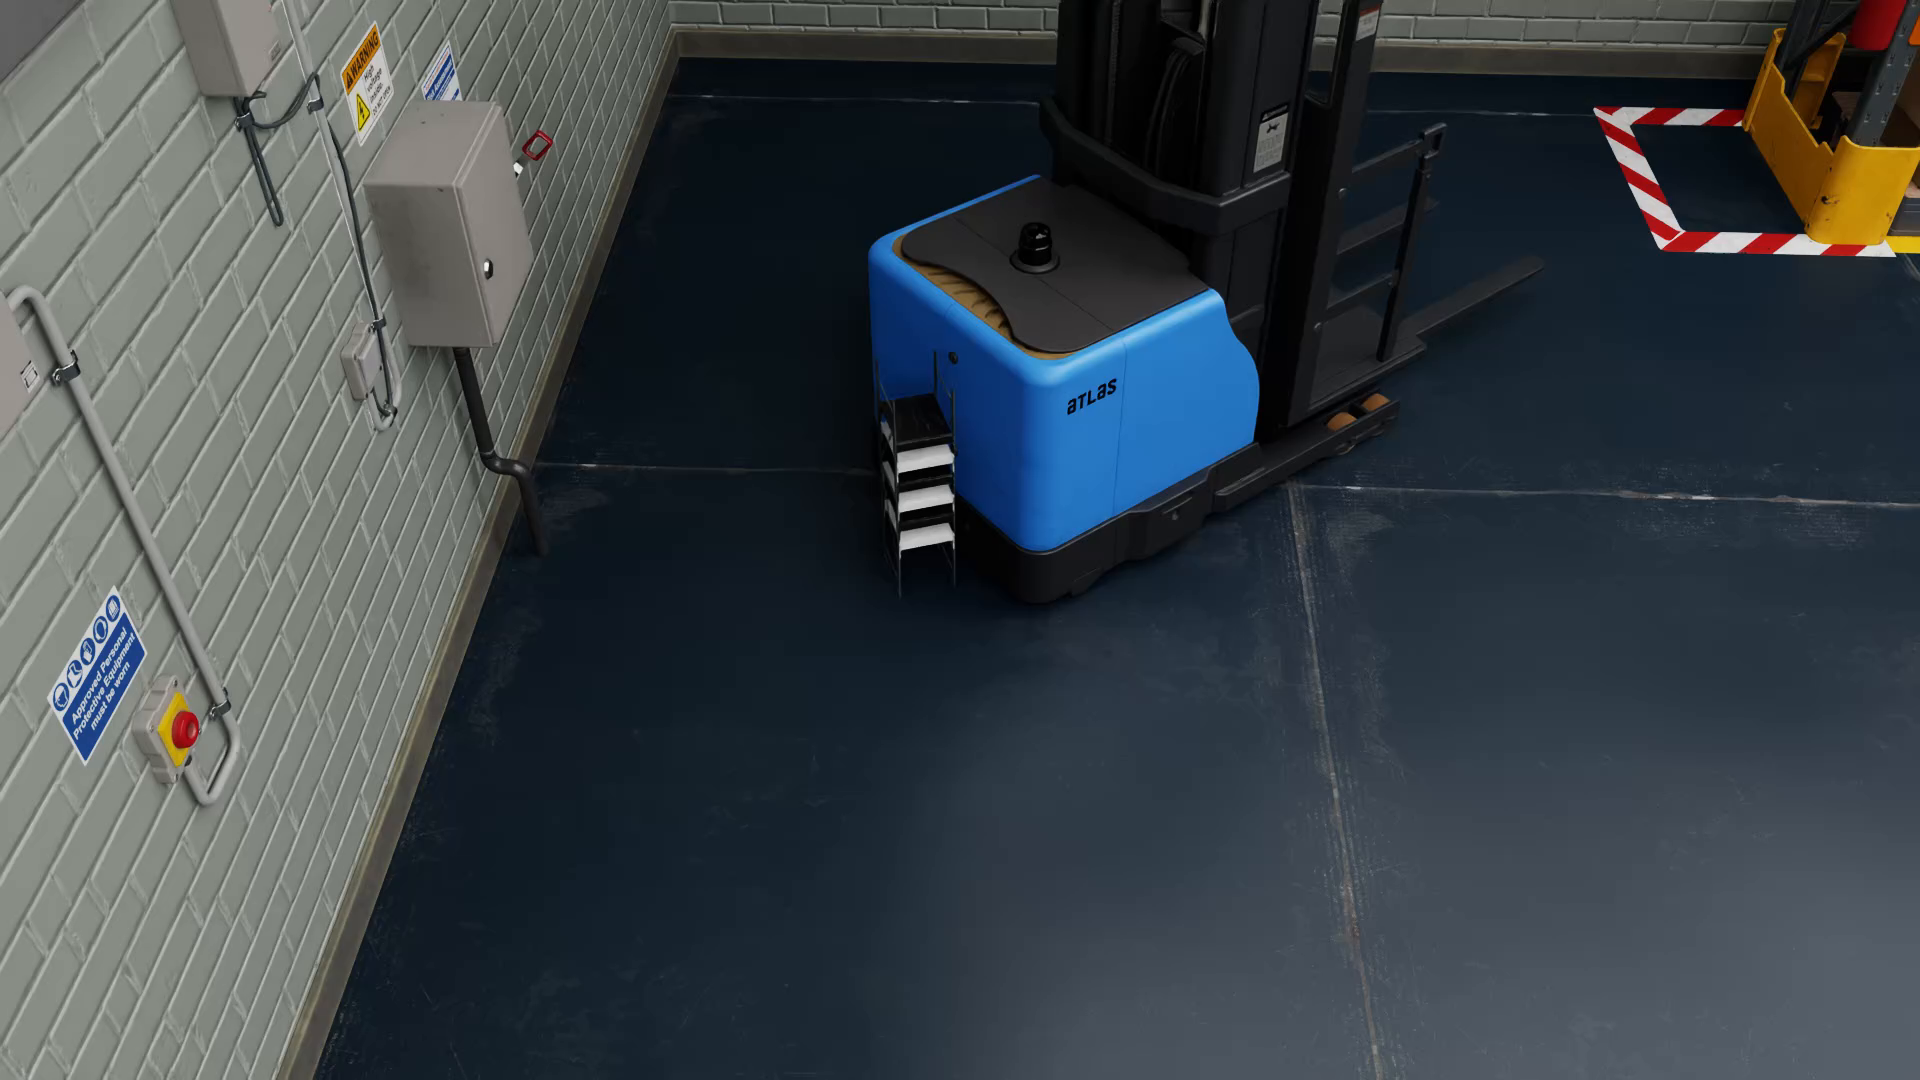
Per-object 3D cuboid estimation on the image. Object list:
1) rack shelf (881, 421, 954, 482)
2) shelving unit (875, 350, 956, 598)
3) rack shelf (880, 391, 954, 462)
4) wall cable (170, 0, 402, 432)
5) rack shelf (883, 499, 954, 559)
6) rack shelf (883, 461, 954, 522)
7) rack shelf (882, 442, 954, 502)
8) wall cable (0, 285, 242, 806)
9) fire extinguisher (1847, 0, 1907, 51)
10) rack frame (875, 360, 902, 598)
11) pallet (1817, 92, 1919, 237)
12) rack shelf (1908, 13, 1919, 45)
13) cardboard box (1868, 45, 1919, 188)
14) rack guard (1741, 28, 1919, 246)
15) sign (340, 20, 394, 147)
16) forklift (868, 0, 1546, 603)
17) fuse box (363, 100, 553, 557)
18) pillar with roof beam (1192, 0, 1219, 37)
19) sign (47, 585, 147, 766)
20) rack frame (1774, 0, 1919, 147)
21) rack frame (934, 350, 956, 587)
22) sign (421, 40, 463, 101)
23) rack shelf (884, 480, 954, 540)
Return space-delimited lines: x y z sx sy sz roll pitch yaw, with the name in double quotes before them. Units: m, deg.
"rack shelf" -0.150 -0.323 5.721 0.200 0.077 0.258 -11 44 -12
"shelving unit" -0.150 -0.215 5.821 0.210 0.900 0.258 -11 44 -12
"rack shelf" -0.150 -0.388 5.659 0.200 0.077 0.258 -11 44 -12
"wall cable" -1.717 -0.983 4.360 0.122 1.984 0.588 2 43 2
"rack shelf" -0.150 -0.059 5.966 0.200 0.077 0.258 -11 44 -12
"rack shelf" -0.150 -0.191 5.844 0.200 0.077 0.258 -11 44 -12
"rack shelf" -0.150 -0.257 5.782 0.200 0.077 0.258 -11 44 -12
"wall cable" -1.770 -0.029 3.312 0.123 1.953 0.585 2 43 2
"fire extinguisher" 3.916 -2.393 6.949 0.183 0.674 0.296 2 43 2
"rack frame" -0.248 -0.196 5.800 0.006 0.900 0.240 -11 44 -12
"pallet" 4.957 -1.822 8.051 1.213 0.211 1.003 2 43 2
"rack shelf" 6.082 -2.544 7.308 4.000 0.370 1.077 2 43 2
"cardboard box" 4.691 -2.025 7.747 0.637 0.503 0.797 0 43 0
"rack guard" 4.160 -1.951 7.978 0.348 0.500 1.175 2 43 2
"sign" -1.739 -1.342 4.884 0.001 0.242 0.339 2 43 2
"forklift" 1.142 -1.674 5.897 3.031 2.935 1.130 -27 49 -26
"fuse box" -1.529 -0.600 5.639 0.414 1.711 0.539 2 43 2
"pillar with roof beam" 1.237 -2.829 2.684 0.400 9.000 9.100 2 43 2
"sign" -1.833 0.287 3.543 0.001 0.218 0.327 2 43 2
"rack frame" 4.084 -2.868 7.128 0.127 3.000 1.000 2 43 2
"rack frame" -0.053 -0.235 5.842 0.006 0.900 0.240 -11 44 -12
"sign" -1.714 -1.379 5.600 0.001 0.494 0.329 2 43 2
"rack shelf" -0.150 -0.125 5.905 0.200 0.077 0.258 -11 44 -12
